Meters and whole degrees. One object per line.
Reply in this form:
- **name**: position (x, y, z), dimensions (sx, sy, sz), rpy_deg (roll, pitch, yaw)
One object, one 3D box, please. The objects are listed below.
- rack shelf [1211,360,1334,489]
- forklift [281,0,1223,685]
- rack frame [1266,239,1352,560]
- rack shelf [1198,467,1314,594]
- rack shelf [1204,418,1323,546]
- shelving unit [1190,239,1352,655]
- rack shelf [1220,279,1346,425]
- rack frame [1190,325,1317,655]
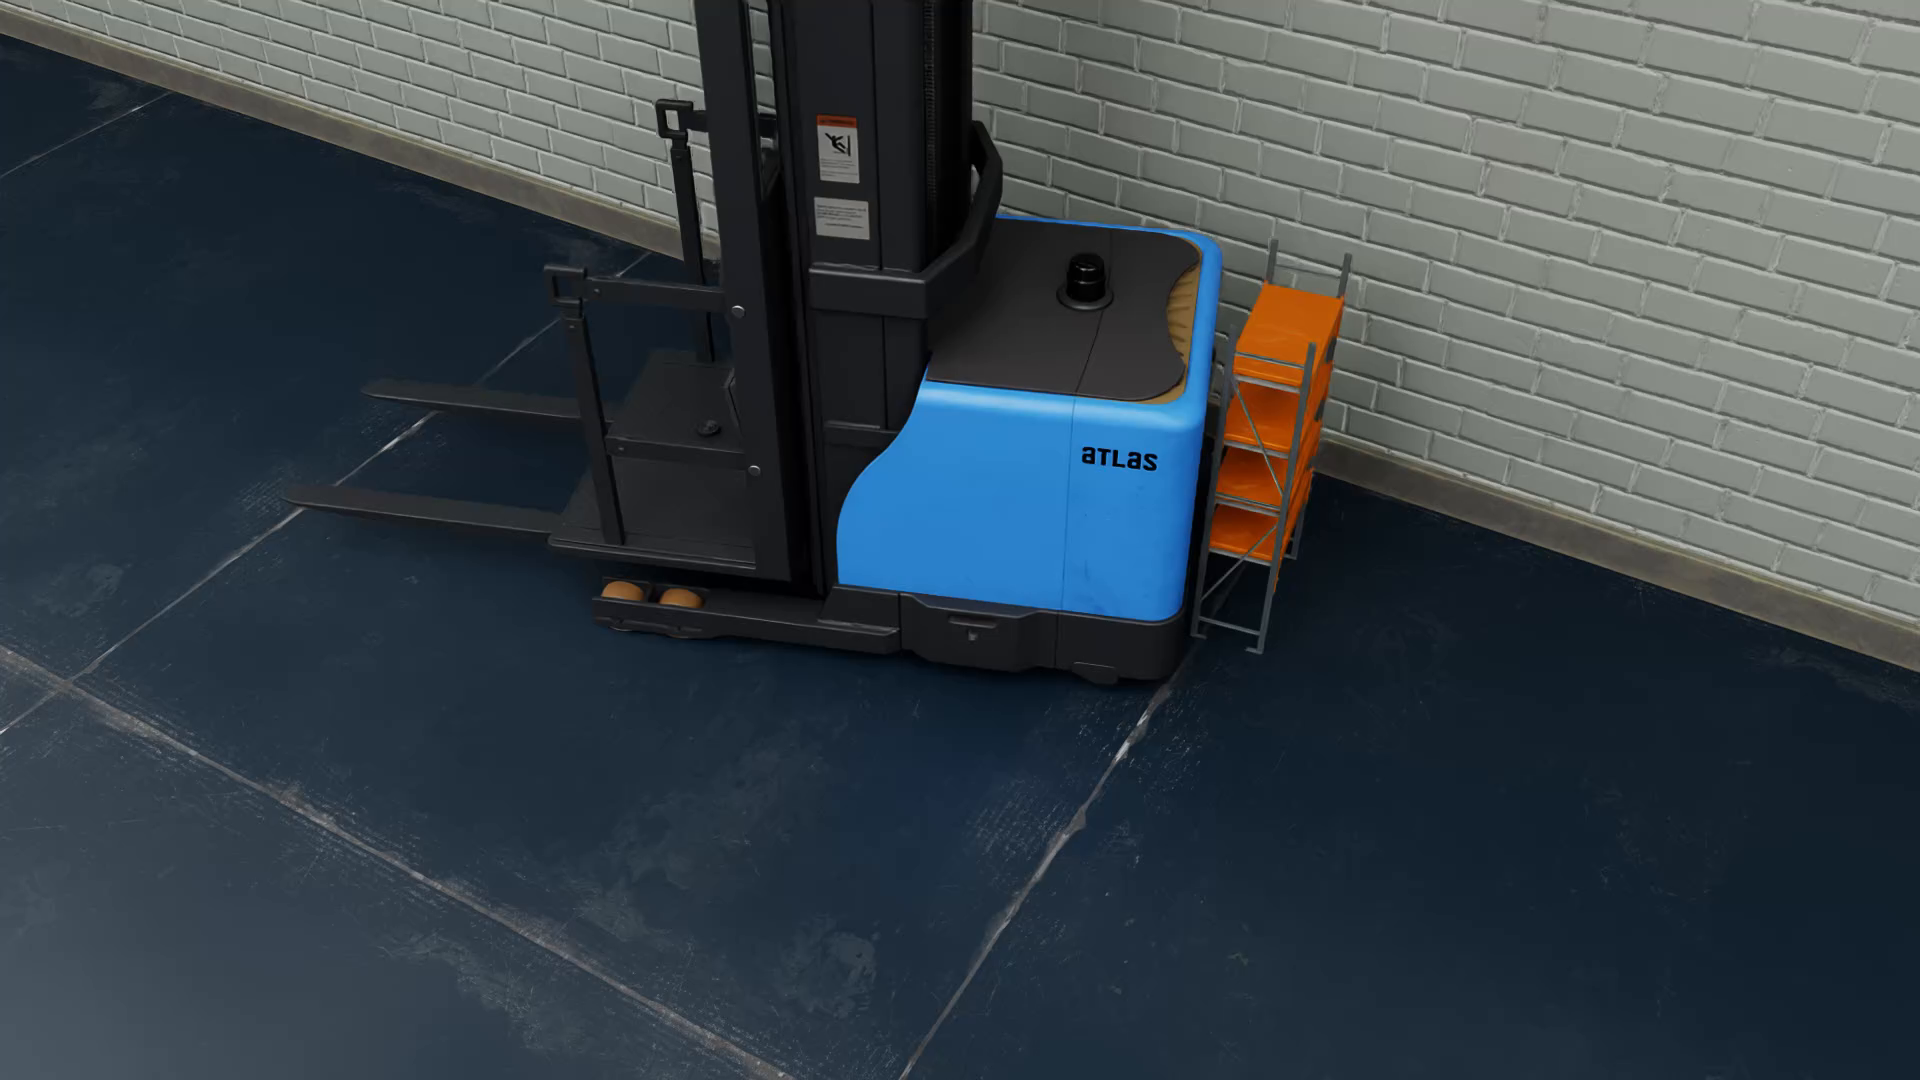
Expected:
- **rack shelf**: position (0.950, -0.381, 5.038), dimensions (0.258, 0.148, 0.480), rpy_deg (15, 43, 16)
- **forklift**: position (-0.731, -1.117, 4.800), dimensions (3.031, 2.935, 1.130), rpy_deg (7, 42, 8)
- **rack frame**: position (1.038, -0.414, 5.312), dimensions (0.240, 1.200, 0.015), rpy_deg (15, 43, 16)
- **rack shelf**: position (0.949, -0.064, 5.317), dimensions (0.258, 0.148, 0.480), rpy_deg (15, 43, 16)
- **rack shelf**: position (0.949, -0.213, 5.186), dimensions (0.258, 0.148, 0.480), rpy_deg (15, 43, 16)
- **shelving unit**: position (0.949, -0.264, 5.141), dimensions (0.258, 1.200, 0.503), rpy_deg (15, 43, 16)
- **rack shelf**: position (0.950, -0.559, 4.881), dimensions (0.258, 0.148, 0.480), rpy_deg (15, 43, 16)
- **rack frame**: position (0.861, -0.114, 4.971), dimensions (0.240, 1.200, 0.015), rpy_deg (15, 43, 16)
